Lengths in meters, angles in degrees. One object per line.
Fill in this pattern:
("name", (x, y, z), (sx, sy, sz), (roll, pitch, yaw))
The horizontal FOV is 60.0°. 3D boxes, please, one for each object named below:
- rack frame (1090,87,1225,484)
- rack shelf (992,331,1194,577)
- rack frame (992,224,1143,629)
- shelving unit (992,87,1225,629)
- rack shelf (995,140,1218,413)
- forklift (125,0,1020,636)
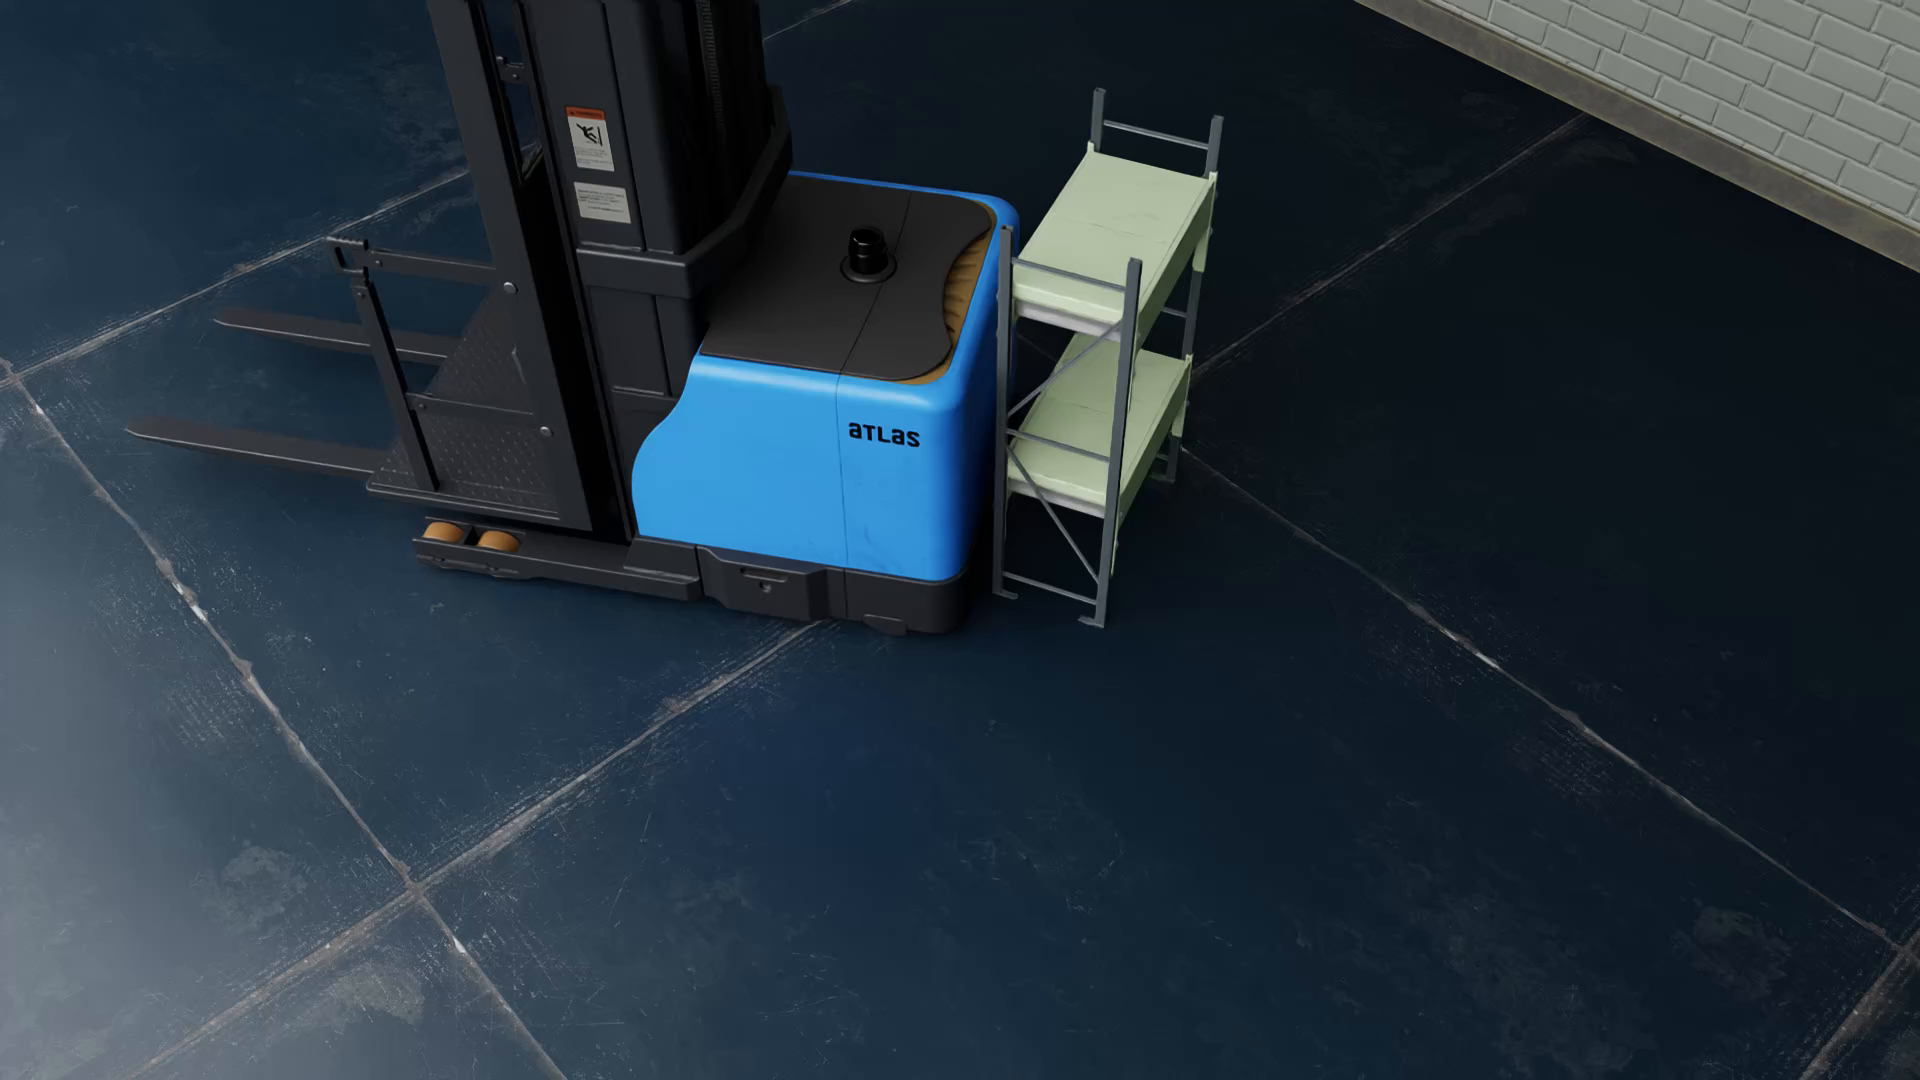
("rack frame", (0.585, -0.775, 5.444), (0.400, 1.500, 0.023), (18, 50, 16))
("rack shelf", (0.440, -0.307, 5.456), (0.431, 0.370, 0.720), (18, 50, 16))
("rack frame", (0.295, -0.281, 4.989), (0.400, 1.500, 0.023), (18, 50, 16))
("shelving unit", (0.440, -0.528, 5.216), (0.431, 1.500, 0.755), (18, 50, 16))
("rack shelf", (0.440, -0.792, 4.930), (0.431, 0.370, 0.720), (18, 50, 16))
("forklift", (-1.367, -1.236, 4.896), (3.031, 2.935, 1.130), (9, 48, 8))
